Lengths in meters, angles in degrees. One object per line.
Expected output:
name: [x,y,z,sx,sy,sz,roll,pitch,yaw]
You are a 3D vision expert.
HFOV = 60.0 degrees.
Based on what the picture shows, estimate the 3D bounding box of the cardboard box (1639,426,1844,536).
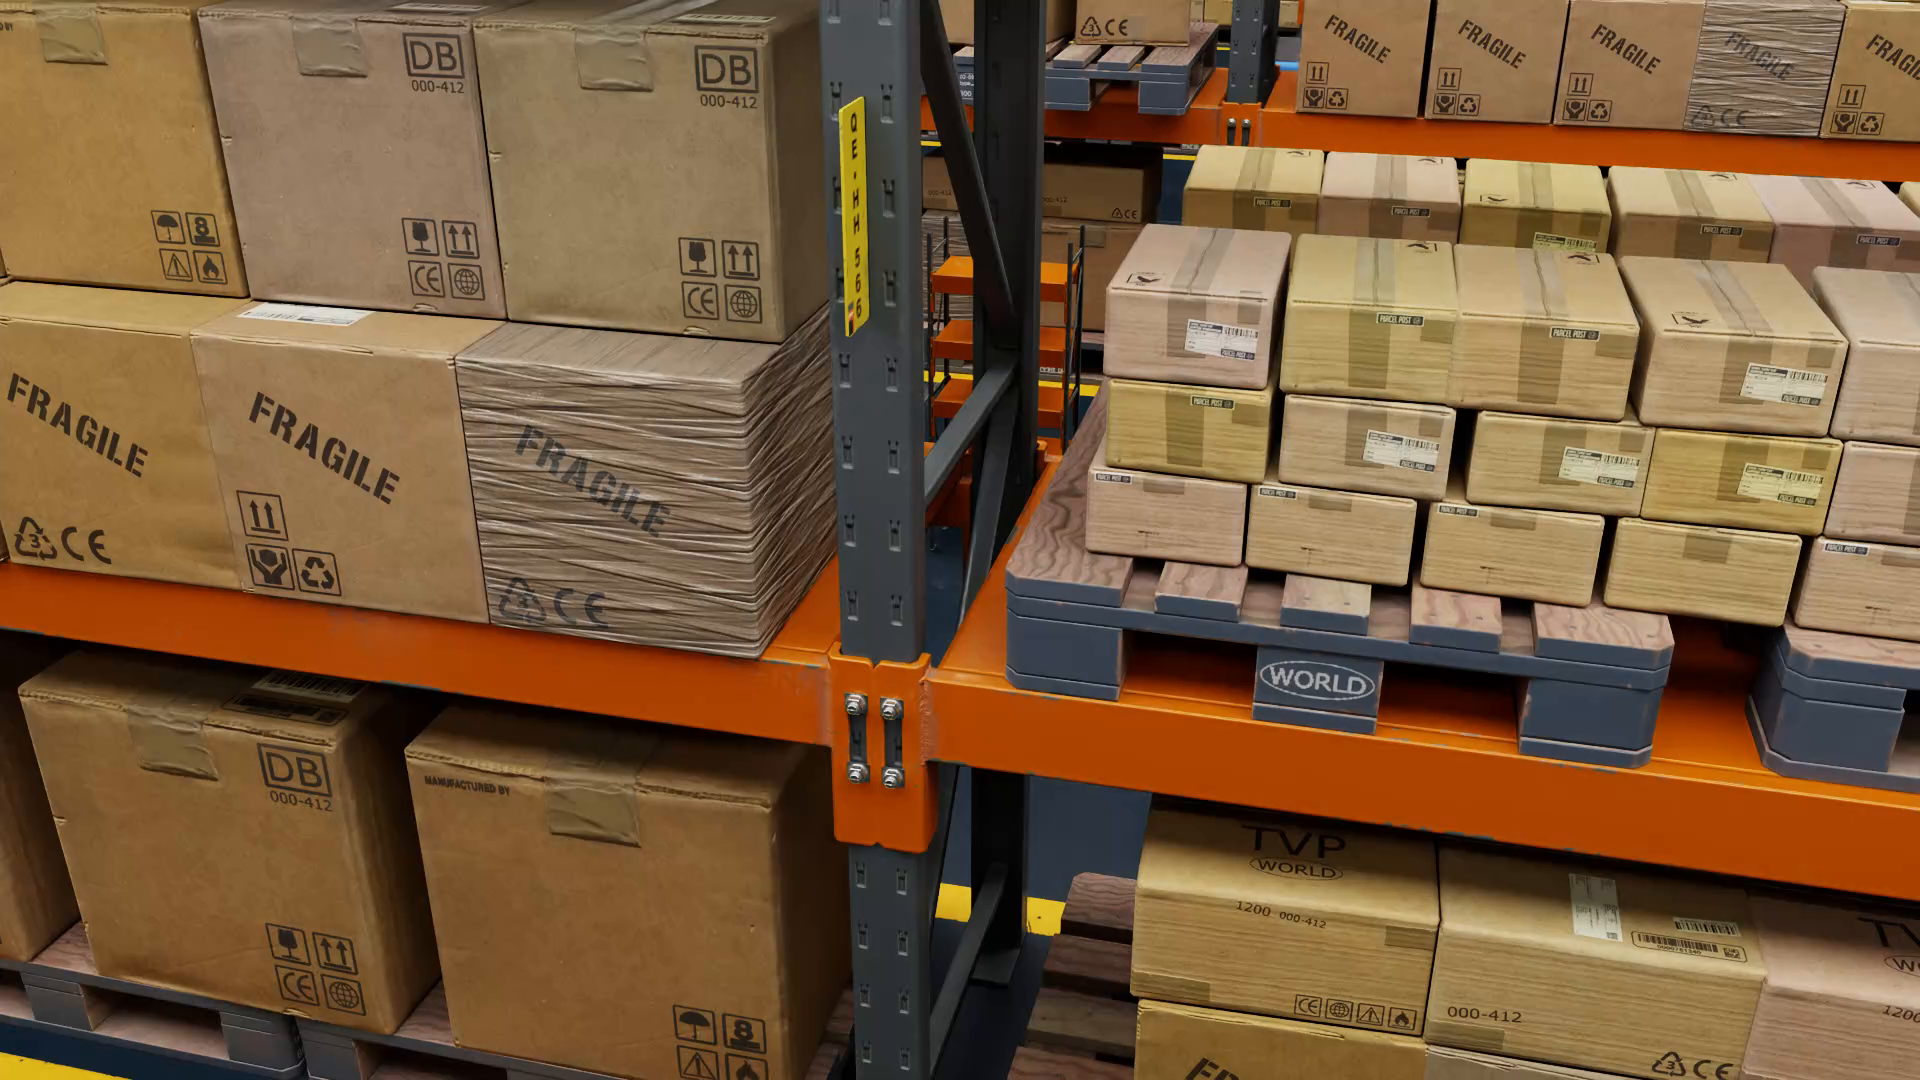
cardboard box: [1.170,-0.161,2.557,0.250,0.149,0.380,6,26,13]

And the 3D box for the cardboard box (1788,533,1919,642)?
cardboard box: [1.409,0.000,2.563,0.250,0.149,0.380,7,26,15]

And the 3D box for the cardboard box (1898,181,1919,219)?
cardboard box: [1.825,-0.512,2.948,0.250,0.149,0.380,8,26,16]

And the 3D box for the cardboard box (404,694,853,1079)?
cardboard box: [-0.583,0.555,3.723,0.750,0.750,1.050,6,26,12]

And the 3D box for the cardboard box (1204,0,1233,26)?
cardboard box: [2.718,-5.303,16.609,0.500,0.250,0.500,6,26,12]

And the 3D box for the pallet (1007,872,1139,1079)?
pallet: [0.741,1.175,3.537,1.213,0.211,1.003,6,26,13]

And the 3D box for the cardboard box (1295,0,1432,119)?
cardboard box: [1.721,-2.102,7.060,0.500,0.500,0.500,7,26,15]

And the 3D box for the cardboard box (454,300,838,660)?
cardboard box: [-0.518,-0.150,2.960,0.500,0.500,0.500,6,26,13]

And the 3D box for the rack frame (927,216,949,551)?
rack frame: [-0.076,-0.550,6.010,0.015,1.200,0.240,6,26,13]

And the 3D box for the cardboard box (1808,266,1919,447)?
cardboard box: [1.400,-0.271,2.441,0.250,0.149,0.380,8,26,15]

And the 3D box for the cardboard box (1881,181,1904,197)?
cardboard box: [3.701,-1.180,7.223,0.875,0.875,1.225,5,26,11]

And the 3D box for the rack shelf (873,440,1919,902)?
rack shelf: [1.922,0.370,2.819,4.000,0.370,1.077,6,26,13]

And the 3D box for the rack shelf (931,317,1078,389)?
rack shelf: [0.160,-0.665,5.888,0.480,0.148,0.258,6,26,13]

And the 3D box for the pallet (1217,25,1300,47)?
pallet: [3.001,-5.192,16.909,1.213,0.211,1.003,6,26,13]

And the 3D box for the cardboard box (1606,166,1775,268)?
cardboard box: [1.329,-0.569,3.067,0.250,0.149,0.380,7,26,15]

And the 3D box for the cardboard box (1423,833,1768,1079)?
cardboard box: [1.083,0.661,2.920,0.500,0.250,0.500,6,26,12]

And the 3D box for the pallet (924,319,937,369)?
pallet: [-0.616,-1.179,8.482,1.213,0.211,1.003,6,26,13]

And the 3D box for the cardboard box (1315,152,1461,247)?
cardboard box: [0.816,-0.624,3.183,0.250,0.149,0.380,6,26,12]

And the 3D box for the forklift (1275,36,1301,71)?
forklift: [3.199,-3.150,9.456,3.031,2.935,1.130,6,26,12]

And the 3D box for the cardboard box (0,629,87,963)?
cardboard box: [-2.332,0.363,4.126,0.750,0.750,1.050,6,26,13]

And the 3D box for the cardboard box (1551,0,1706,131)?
cardboard box: [2.718,-1.995,6.834,0.500,0.500,0.500,6,26,12]

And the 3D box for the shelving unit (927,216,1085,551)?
shelving unit: [0.160,-0.524,5.955,0.503,1.200,0.258,6,26,13]

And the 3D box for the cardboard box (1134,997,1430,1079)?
cardboard box: [0.606,0.952,3.180,0.500,0.500,0.500,5,26,11]

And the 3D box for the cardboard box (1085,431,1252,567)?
cardboard box: [0.368,-0.113,2.801,0.250,0.149,0.380,6,26,12]

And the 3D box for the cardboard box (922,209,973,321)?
cardboard box: [0.124,-1.410,8.119,0.500,0.500,0.700,4,26,9]

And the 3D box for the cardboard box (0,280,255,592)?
cardboard box: [-1.485,-0.258,3.185,0.500,0.500,0.500,6,26,12]

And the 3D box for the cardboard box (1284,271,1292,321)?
cardboard box: [0.577,-0.516,3.301,0.250,0.149,0.380,7,26,14]

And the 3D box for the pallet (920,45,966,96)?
pallet: [-0.609,-2.331,7.880,1.213,0.211,1.003,6,26,13]

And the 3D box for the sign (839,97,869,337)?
sign: [-0.150,-0.460,2.380,0.005,0.325,0.100,6,26,13]

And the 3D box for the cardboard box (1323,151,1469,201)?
cardboard box: [1.981,-1.370,7.622,0.875,0.875,1.225,5,26,11]

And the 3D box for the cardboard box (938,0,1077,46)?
cardboard box: [0.219,-2.517,7.442,0.500,0.500,0.700,10,27,21]

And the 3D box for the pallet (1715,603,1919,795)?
pallet: [1.912,0.113,2.746,1.213,0.211,1.003,6,26,13]

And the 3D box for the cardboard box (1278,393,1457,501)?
cardboard box: [0.666,-0.216,2.671,0.250,0.149,0.380,8,26,15]

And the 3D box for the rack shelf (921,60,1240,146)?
rack shelf: [-0.619,-2.112,8.033,4.000,0.370,1.077,6,26,13]

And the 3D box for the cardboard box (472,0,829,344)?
cardboard box: [-0.448,-0.717,2.988,0.500,0.500,0.700,6,26,13]

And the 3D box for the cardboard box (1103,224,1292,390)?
cardboard box: [0.388,-0.383,2.676,0.250,0.149,0.380,6,26,13]

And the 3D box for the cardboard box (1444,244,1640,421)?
cardboard box: [0.881,-0.327,2.560,0.250,0.149,0.380,6,26,13]

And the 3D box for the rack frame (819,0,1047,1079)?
rack frame: [-0.015,-0.169,3.115,0.127,3.000,1.000,6,26,13]

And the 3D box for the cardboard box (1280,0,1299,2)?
cardboard box: [3.220,-5.501,16.373,0.500,0.311,0.500,7,26,14]

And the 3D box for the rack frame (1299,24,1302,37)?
rack frame: [2.551,-4.285,11.760,0.127,3.000,1.000,6,26,13]

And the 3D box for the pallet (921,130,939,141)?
pallet: [-0.552,-3.386,13.116,1.213,0.211,1.003,6,26,13]

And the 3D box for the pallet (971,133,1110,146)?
pallet: [0.633,-3.256,12.844,1.213,0.211,1.003,6,26,13]

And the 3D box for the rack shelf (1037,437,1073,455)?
rack shelf: [0.160,-0.284,6.069,0.480,0.148,0.258,6,26,13]

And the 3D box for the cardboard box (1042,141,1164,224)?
cardboard box: [0.662,-1.691,7.835,0.500,0.250,0.500,7,26,15]

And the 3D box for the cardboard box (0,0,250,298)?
cardboard box: [-1.435,-0.825,3.214,0.500,0.500,0.700,6,26,12]

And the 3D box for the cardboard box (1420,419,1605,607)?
cardboard box: [0.889,-0.055,2.680,0.250,0.149,0.380,8,27,16]

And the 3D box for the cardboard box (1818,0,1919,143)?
cardboard box: [3.686,-1.885,6.603,0.500,0.500,0.500,6,26,12]
